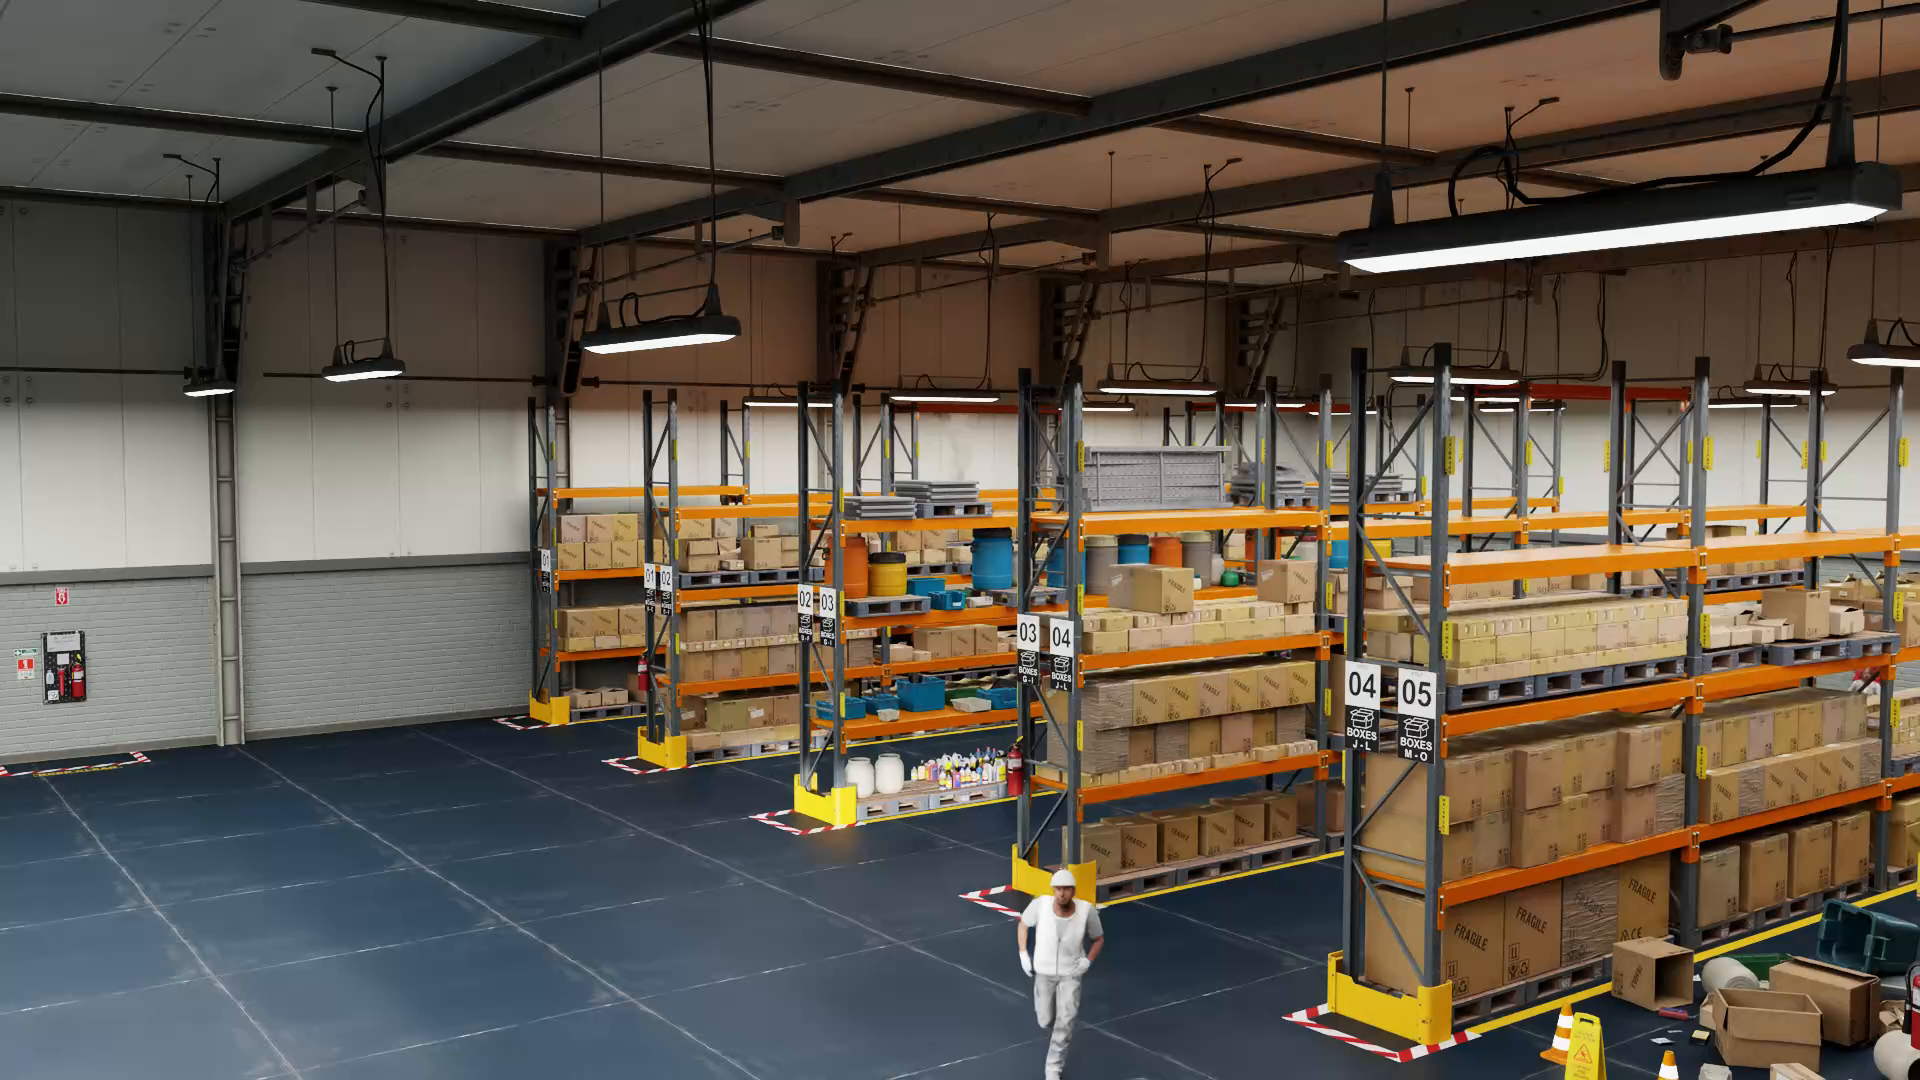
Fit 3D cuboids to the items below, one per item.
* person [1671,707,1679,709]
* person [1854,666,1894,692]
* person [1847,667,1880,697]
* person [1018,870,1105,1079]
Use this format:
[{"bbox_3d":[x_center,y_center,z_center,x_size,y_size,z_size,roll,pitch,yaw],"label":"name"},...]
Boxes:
[{"bbox_3d":[9.435,3.020,21.938,0.941,1.651,0.607,-3,5,-41],"label":"person"},{"bbox_3d":[15.162,2.698,27.586,0.681,1.722,0.960,0,3,-6],"label":"person"},{"bbox_3d":[14.448,2.805,26.603,0.544,1.564,0.596,2,4,32],"label":"person"},{"bbox_3d":[0.827,3.514,13.601,0.713,1.743,0.731,1,3,10],"label":"person"}]
